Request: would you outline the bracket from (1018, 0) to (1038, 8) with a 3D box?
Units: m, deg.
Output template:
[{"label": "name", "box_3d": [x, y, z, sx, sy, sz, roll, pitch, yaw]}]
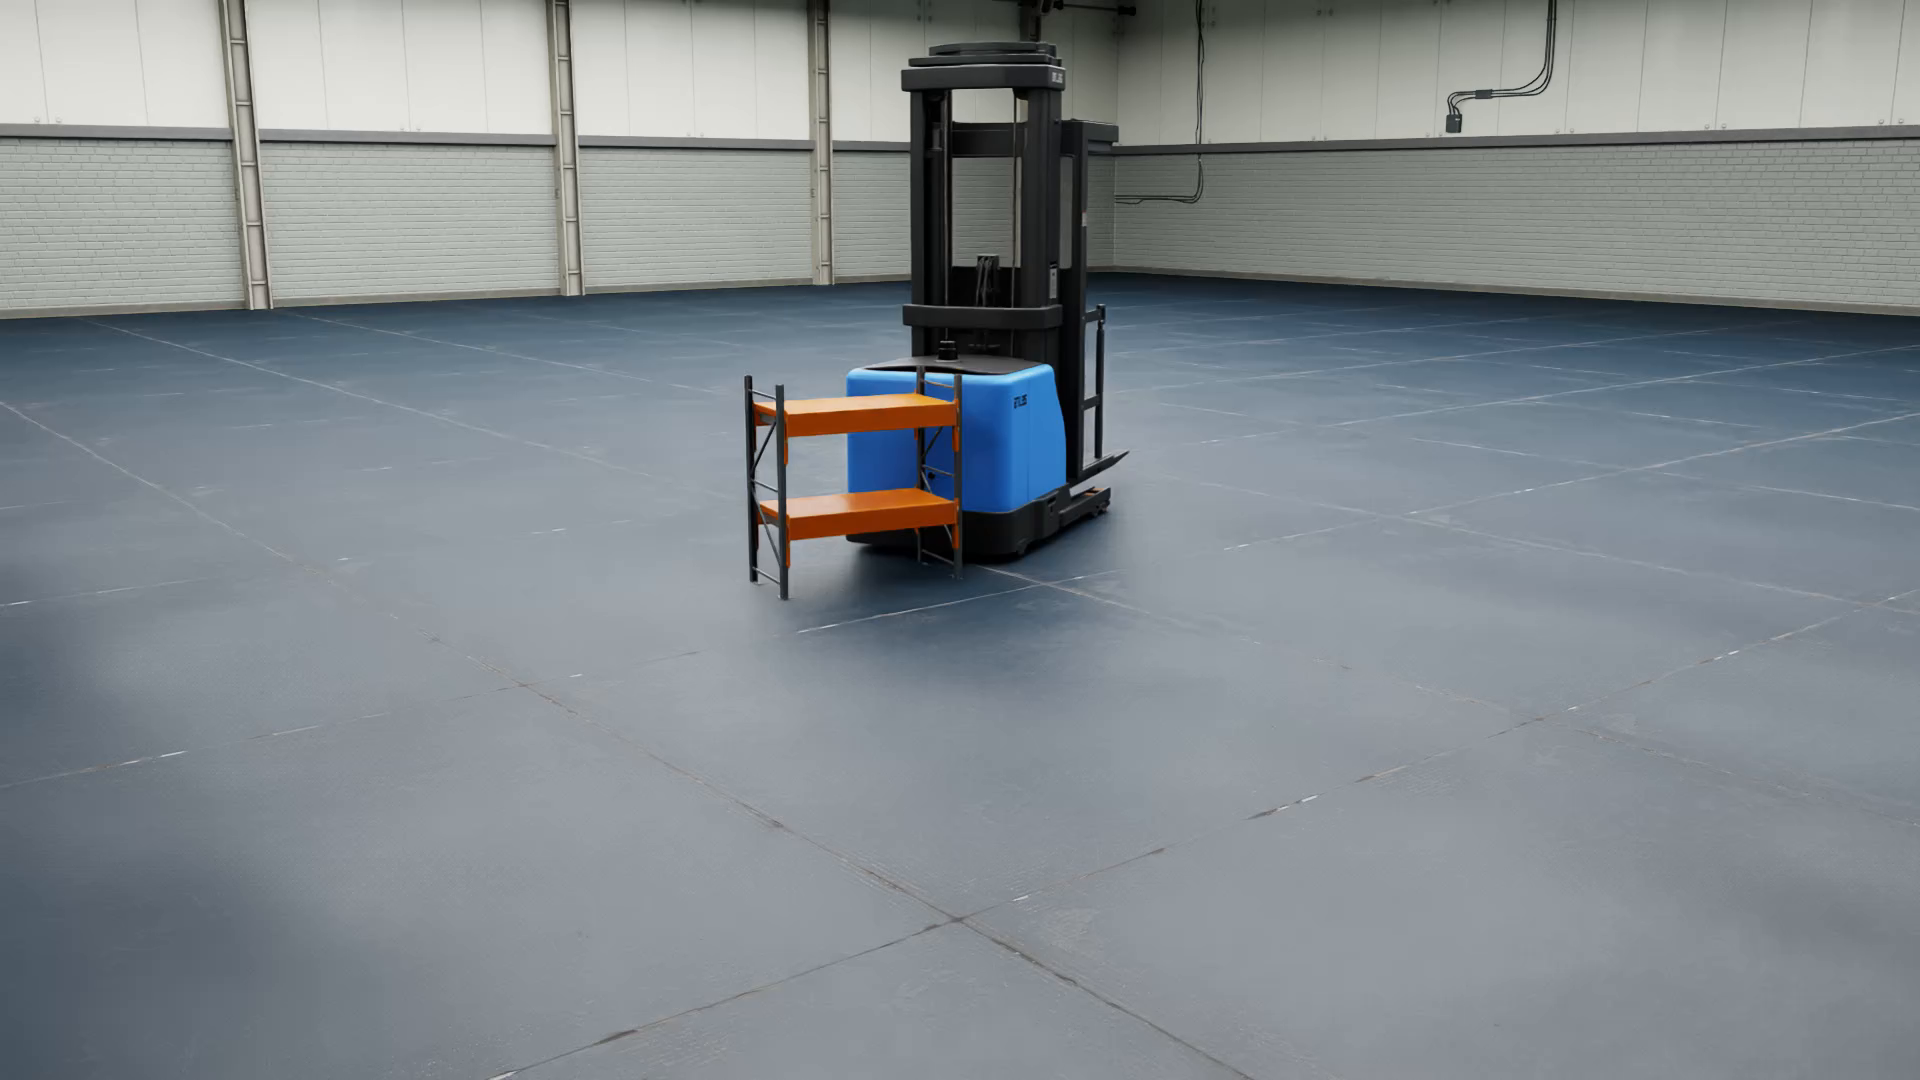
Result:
[{"label": "bracket", "box_3d": [1.564, -12.480, 38.571, 0.430, 0.232, 0.235, -9, 15, -38]}]

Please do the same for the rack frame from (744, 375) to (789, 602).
[{"label": "rack frame", "box_3d": [-1.018, -0.279, 8.732, 0.032, 1.125, 0.500, -6, 13, -27]}]

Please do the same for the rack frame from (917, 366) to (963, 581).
[{"label": "rack frame", "box_3d": [-0.114, -0.375, 9.188, 0.032, 1.125, 0.500, -6, 13, -27]}]

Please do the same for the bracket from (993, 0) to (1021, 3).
[{"label": "bracket", "box_3d": [-0.448, -12.146, 36.997, 4.783, 0.066, 0.076, -9, 15, -38]}]

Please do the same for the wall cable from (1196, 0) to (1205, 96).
[{"label": "wall cable", "box_3d": [6.483, -11.511, 37.992, 0.112, 2.526, 3.097, -9, 15, -38]}]

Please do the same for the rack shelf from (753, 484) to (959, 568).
[{"label": "rack shelf", "box_3d": [-0.566, -0.088, 9.011, 1.000, 0.278, 0.538, -6, 13, -27]}]

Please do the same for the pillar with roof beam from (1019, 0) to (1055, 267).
[{"label": "pillar with roof beam", "box_3d": [4.356, -10.132, 36.182, 0.548, 9.000, 9.100, -9, 15, -38]}]

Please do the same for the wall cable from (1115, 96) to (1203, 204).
[{"label": "wall cable", "box_3d": [4.793, -9.480, 40.583, 0.112, 2.526, 3.097, -9, 15, -38]}]

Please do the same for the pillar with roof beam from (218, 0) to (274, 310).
[{"label": "pillar with roof beam", "box_3d": [-9.700, -7.797, 25.182, 0.400, 9.000, 9.100, -9, 15, -38]}]

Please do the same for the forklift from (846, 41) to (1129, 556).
[{"label": "forklift", "box_3d": [0.351, -1.605, 10.632, 1.130, 2.935, 3.031, 5, 13, 22]}]

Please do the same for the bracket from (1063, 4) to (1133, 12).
[{"label": "bracket", "box_3d": [3.602, -12.819, 40.166, 3.189, 0.066, 0.076, -9, 15, -38]}]

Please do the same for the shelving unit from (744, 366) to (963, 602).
[{"label": "shelving unit", "box_3d": [-0.566, -0.327, 8.960, 1.048, 1.125, 0.538, -6, 13, -27]}]

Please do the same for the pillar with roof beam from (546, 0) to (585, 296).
[{"label": "pillar with roof beam", "box_3d": [-5.015, -8.575, 28.849, 0.400, 9.000, 9.100, -9, 15, -38]}]

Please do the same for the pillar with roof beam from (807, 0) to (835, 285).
[{"label": "pillar with roof beam", "box_3d": [-0.329, -9.354, 32.515, 0.548, 9.000, 9.100, -9, 15, -38]}]

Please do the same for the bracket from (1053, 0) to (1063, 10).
[{"label": "bracket", "box_3d": [2.212, -12.588, 39.079, 0.430, 0.232, 0.235, -9, 15, -38]}]

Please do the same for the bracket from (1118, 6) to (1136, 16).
[{"label": "bracket", "box_3d": [4.063, -12.895, 40.527, 0.430, 0.232, 0.235, -9, 15, -38]}]

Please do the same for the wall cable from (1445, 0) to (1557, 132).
[{"label": "wall cable", "box_3d": [10.711, -11.120, 32.646, 0.169, 6.003, 2.305, -9, 15, -38]}]

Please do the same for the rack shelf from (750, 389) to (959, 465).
[{"label": "rack shelf", "box_3d": [-0.566, -0.613, 8.900, 1.000, 0.278, 0.538, -6, 13, -27]}]
